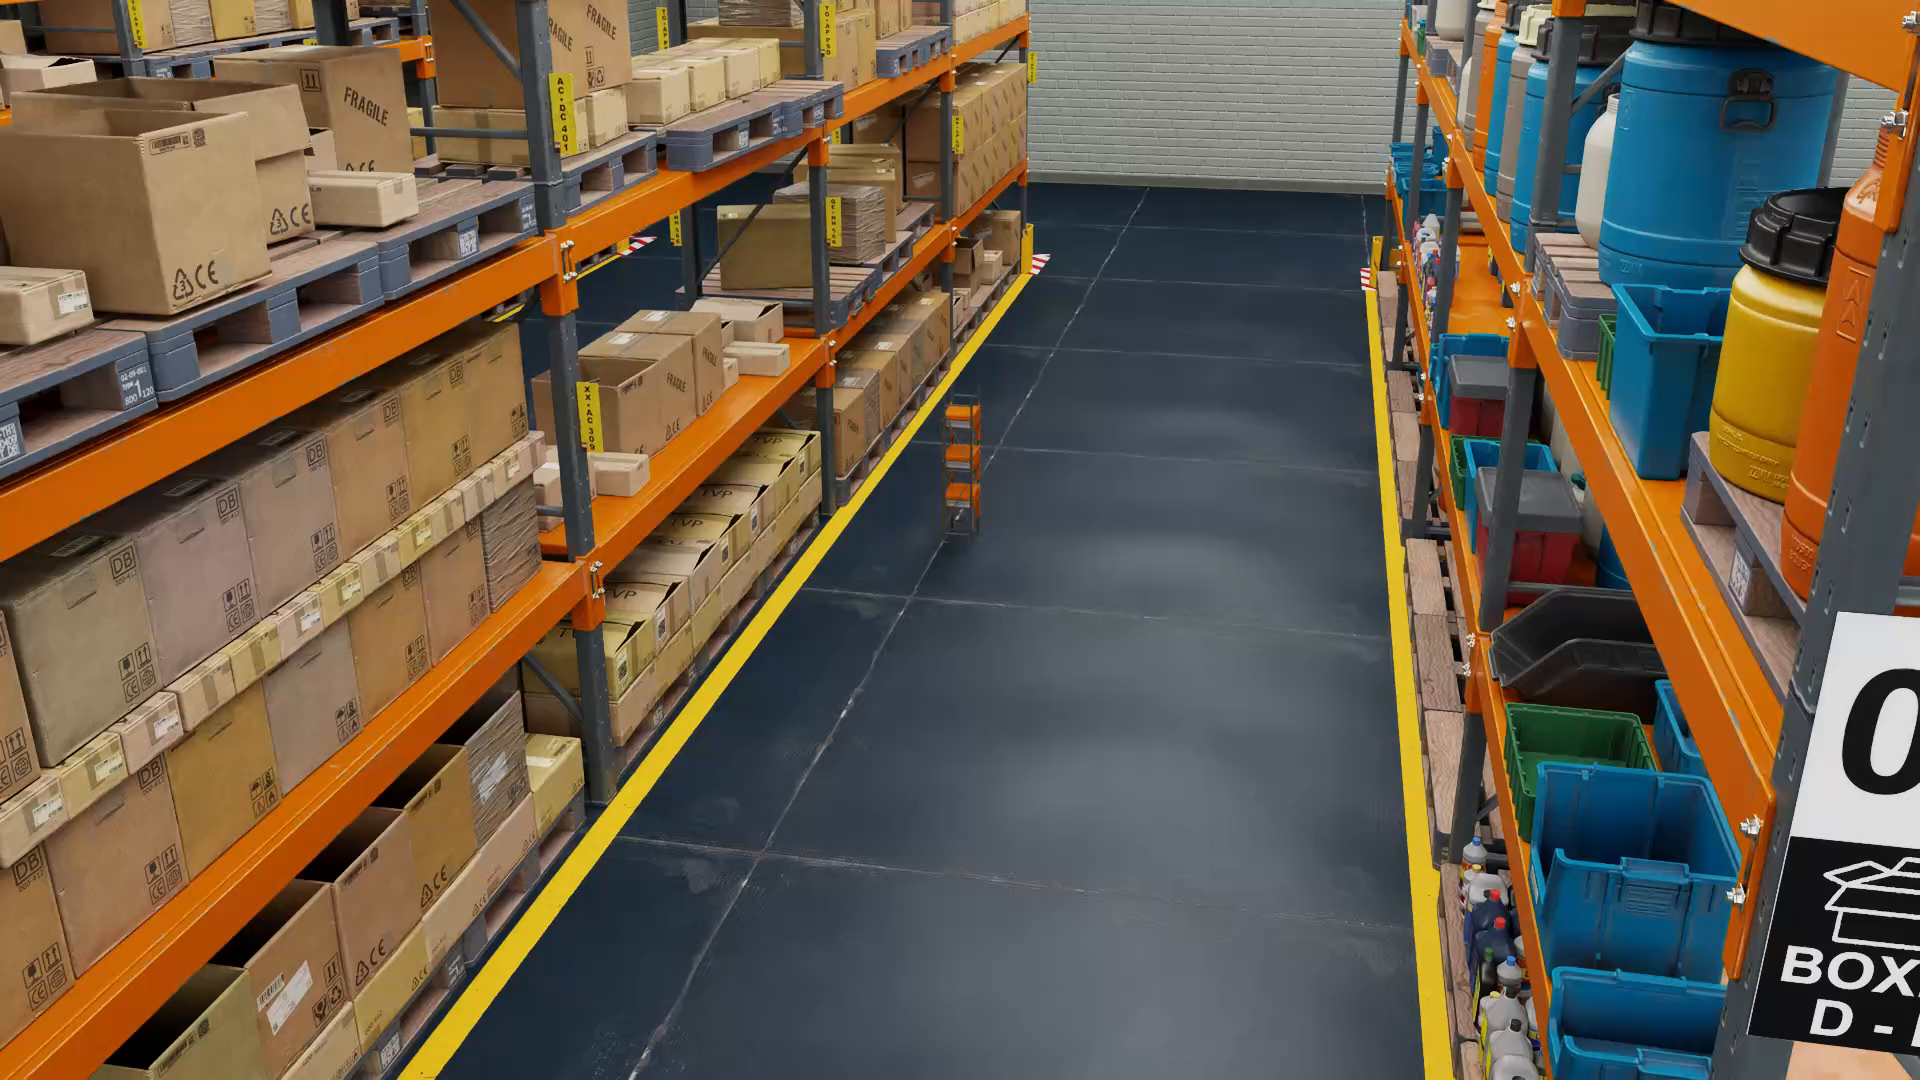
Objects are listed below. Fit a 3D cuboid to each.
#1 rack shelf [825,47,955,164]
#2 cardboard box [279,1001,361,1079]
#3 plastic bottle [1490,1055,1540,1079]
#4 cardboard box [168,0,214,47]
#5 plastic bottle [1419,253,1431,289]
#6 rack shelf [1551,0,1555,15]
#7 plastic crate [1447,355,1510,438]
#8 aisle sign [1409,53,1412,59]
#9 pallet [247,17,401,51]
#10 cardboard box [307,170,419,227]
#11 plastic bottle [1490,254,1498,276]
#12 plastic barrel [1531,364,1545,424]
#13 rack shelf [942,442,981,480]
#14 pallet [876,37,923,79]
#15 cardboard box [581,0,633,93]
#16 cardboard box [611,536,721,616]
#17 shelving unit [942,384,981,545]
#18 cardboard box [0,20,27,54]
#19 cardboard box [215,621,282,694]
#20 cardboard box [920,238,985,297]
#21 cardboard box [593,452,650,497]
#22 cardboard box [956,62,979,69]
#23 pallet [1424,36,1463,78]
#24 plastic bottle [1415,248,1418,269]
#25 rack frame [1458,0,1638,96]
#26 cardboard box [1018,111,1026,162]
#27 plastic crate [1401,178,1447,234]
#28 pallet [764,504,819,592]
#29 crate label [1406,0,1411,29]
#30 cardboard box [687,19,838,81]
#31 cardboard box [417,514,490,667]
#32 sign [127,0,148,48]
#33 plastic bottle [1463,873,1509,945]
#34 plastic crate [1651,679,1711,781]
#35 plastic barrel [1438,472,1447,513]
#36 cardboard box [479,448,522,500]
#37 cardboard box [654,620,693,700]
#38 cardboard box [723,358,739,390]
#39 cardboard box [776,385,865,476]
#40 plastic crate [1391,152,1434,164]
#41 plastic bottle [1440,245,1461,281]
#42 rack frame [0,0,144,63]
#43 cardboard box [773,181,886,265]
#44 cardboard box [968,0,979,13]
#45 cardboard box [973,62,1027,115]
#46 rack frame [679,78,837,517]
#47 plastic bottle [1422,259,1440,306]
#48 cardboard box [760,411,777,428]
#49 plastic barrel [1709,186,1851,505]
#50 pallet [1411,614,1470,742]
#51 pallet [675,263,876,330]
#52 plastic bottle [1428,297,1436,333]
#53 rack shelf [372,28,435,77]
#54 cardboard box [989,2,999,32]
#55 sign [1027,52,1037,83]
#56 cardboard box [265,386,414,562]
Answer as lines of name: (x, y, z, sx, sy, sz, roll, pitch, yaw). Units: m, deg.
rack shelf: (-0.973, -3.402, 12.732, 1.077, 0.370, 4.000, 4, 22, 11)
cardboard box: (-2.485, 1.849, 5.866, 0.500, 0.250, 0.500, 4, 22, 11)
plastic bottle: (1.887, 1.906, 5.663, 0.152, 0.276, 0.135, 4, 22, 9)
cardboard box: (-6.131, -4.010, 12.557, 0.700, 0.500, 0.500, 3, 22, 8)
plastic bottle: (3.530, -2.033, 12.557, 0.097, 0.271, 0.097, 0, 22, 0)
rack shelf: (3.060, -2.766, 7.673, 1.077, 0.370, 4.000, 4, 22, 11)
plastic crate: (2.838, -0.695, 8.979, 0.402, 0.464, 0.583, 4, 22, 11)
aisle sign: (4.824, -5.414, 17.301, 0.394, 0.787, 0.004, 4, 22, 11)
pallet: (-5.553, -4.415, 14.542, 0.805, 0.209, 1.217, 4, 22, 9)
cardboard box: (-2.175, -1.222, 5.944, 0.380, 0.149, 0.250, 4, 22, 11)
plastic bottle: (4.238, -2.256, 13.005, 0.144, 0.351, 0.185, 4, 22, 11)
plastic barrel: (3.467, -0.893, 9.405, 0.421, 0.512, 0.421, 0, 22, 0)
rack shelf: (0.011, -0.497, 11.210, 0.215, 0.259, 0.240, 4, 22, 11)
pallet: (-0.975, -3.767, 12.928, 1.213, 0.211, 1.003, 4, 22, 11)
cardboard box: (-1.939, -2.447, 8.033, 0.500, 0.500, 0.500, 7, 23, 16)
cardboard box: (-1.657, 0.167, 9.292, 0.500, 0.311, 0.500, 4, 22, 9)
shelving unit: (0.011, -0.507, 11.206, 0.215, 1.050, 0.252, 4, 22, 11)
cardboard box: (-6.603, -3.190, 11.083, 0.500, 0.500, 0.500, 4, 22, 11)
cardboard box: (-2.461, 0.368, 5.423, 0.380, 0.149, 0.250, 4, 22, 10)
cardboard box: (-0.186, -2.809, 17.065, 0.797, 0.503, 0.637, 4, 22, 11)
cardboard box: (-1.816, -0.341, 8.522, 0.380, 0.149, 0.250, 4, 22, 11)
cardboard box: (-0.097, -4.906, 18.048, 0.500, 0.500, 0.500, 5, 23, 13)
pallet: (4.220, -3.706, 12.778, 1.213, 0.211, 1.003, 4, 22, 11)
plastic bottle: (3.672, -2.254, 13.201, 0.097, 0.201, 0.097, 0, 22, 0)
rack frame: (3.468, -4.016, 9.280, 1.000, 3.000, 0.127, 4, 22, 11)
cardboard box: (0.427, -4.400, 18.130, 0.500, 0.500, 0.500, 5, 23, 13)
plastic crate: (4.045, -2.913, 14.514, 0.392, 0.384, 0.575, 4, 22, 11)
pallet: (-1.587, -0.021, 11.123, 1.003, 0.211, 1.213, 4, 22, 11)
crate label: (4.596, -5.169, 16.356, 0.408, 0.251, 0.502, 4, 22, 11)
cardboard box: (-1.325, -3.212, 11.165, 0.910, 0.500, 0.500, 4, 22, 11)
cardboard box: (-2.382, 0.160, 6.807, 0.700, 0.500, 0.500, 4, 22, 10)
sign: (-5.700, -3.578, 11.515, 0.100, 0.325, 0.005, 4, 22, 11)
plastic bottle: (2.118, 1.492, 6.690, 0.152, 0.276, 0.135, 5, 23, 13)
plastic crate: (2.692, 0.724, 5.740, 0.499, 0.251, 0.616, 4, 22, 11)
plastic barrel: (3.551, -0.602, 11.175, 0.600, 0.830, 0.708, 4, 22, 11)
cardboard box: (-2.095, -0.291, 7.058, 0.380, 0.149, 0.250, 4, 22, 10)
cardboard box: (-1.766, 0.616, 8.928, 0.500, 0.250, 0.500, 5, 22, 12)
cardboard box: (-1.586, -1.025, 10.220, 0.380, 0.149, 0.250, 6, 23, 15)
cardboard box: (-1.008, -0.802, 12.086, 0.500, 0.500, 0.500, 5, 23, 13)
plastic crate: (4.593, -3.803, 16.926, 0.416, 0.233, 0.300, 4, 22, 11)
plastic bottle: (3.777, -2.148, 12.839, 0.152, 0.276, 0.135, 4, 22, 11)
rack frame: (-6.231, -4.771, 11.155, 1.000, 3.000, 0.127, 4, 22, 11)
cardboard box: (-0.989, -2.412, 12.632, 0.700, 0.500, 0.500, 9, 24, 21)
cardboard box: (-0.122, -4.971, 15.197, 0.500, 0.250, 0.500, 4, 22, 11)
cardboard box: (0.430, -4.865, 17.945, 0.500, 0.500, 0.500, 4, 22, 10)
rack frame: (-1.381, -1.612, 11.342, 1.000, 3.000, 0.127, 4, 22, 11)
plastic bottle: (3.439, -1.864, 12.033, 0.144, 0.351, 0.185, 4, 22, 11)
cardboard box: (-1.420, -1.017, 12.620, 0.500, 0.500, 0.500, 5, 23, 13)
plastic barrel: (1.944, -0.408, 3.522, 0.600, 0.588, 0.600, 0, 22, 0)
pallet: (3.021, 0.785, 9.121, 1.003, 0.211, 1.213, 4, 22, 11)
pallet: (-1.311, -1.777, 12.007, 1.213, 0.211, 1.003, 4, 22, 11)
plastic bottle: (3.261, -1.551, 11.361, 0.097, 0.271, 0.097, 0, 22, 0)
rack shelf: (-5.007, -5.241, 17.299, 1.077, 0.370, 4.000, 4, 22, 11)
cardboard box: (0.085, -5.104, 16.198, 0.500, 0.250, 0.500, 4, 22, 11)
sign: (0.791, -5.172, 18.208, 0.100, 0.325, 0.005, 4, 22, 11)
cardboard box: (-2.486, -0.267, 6.131, 0.700, 0.500, 0.500, 4, 22, 11)
